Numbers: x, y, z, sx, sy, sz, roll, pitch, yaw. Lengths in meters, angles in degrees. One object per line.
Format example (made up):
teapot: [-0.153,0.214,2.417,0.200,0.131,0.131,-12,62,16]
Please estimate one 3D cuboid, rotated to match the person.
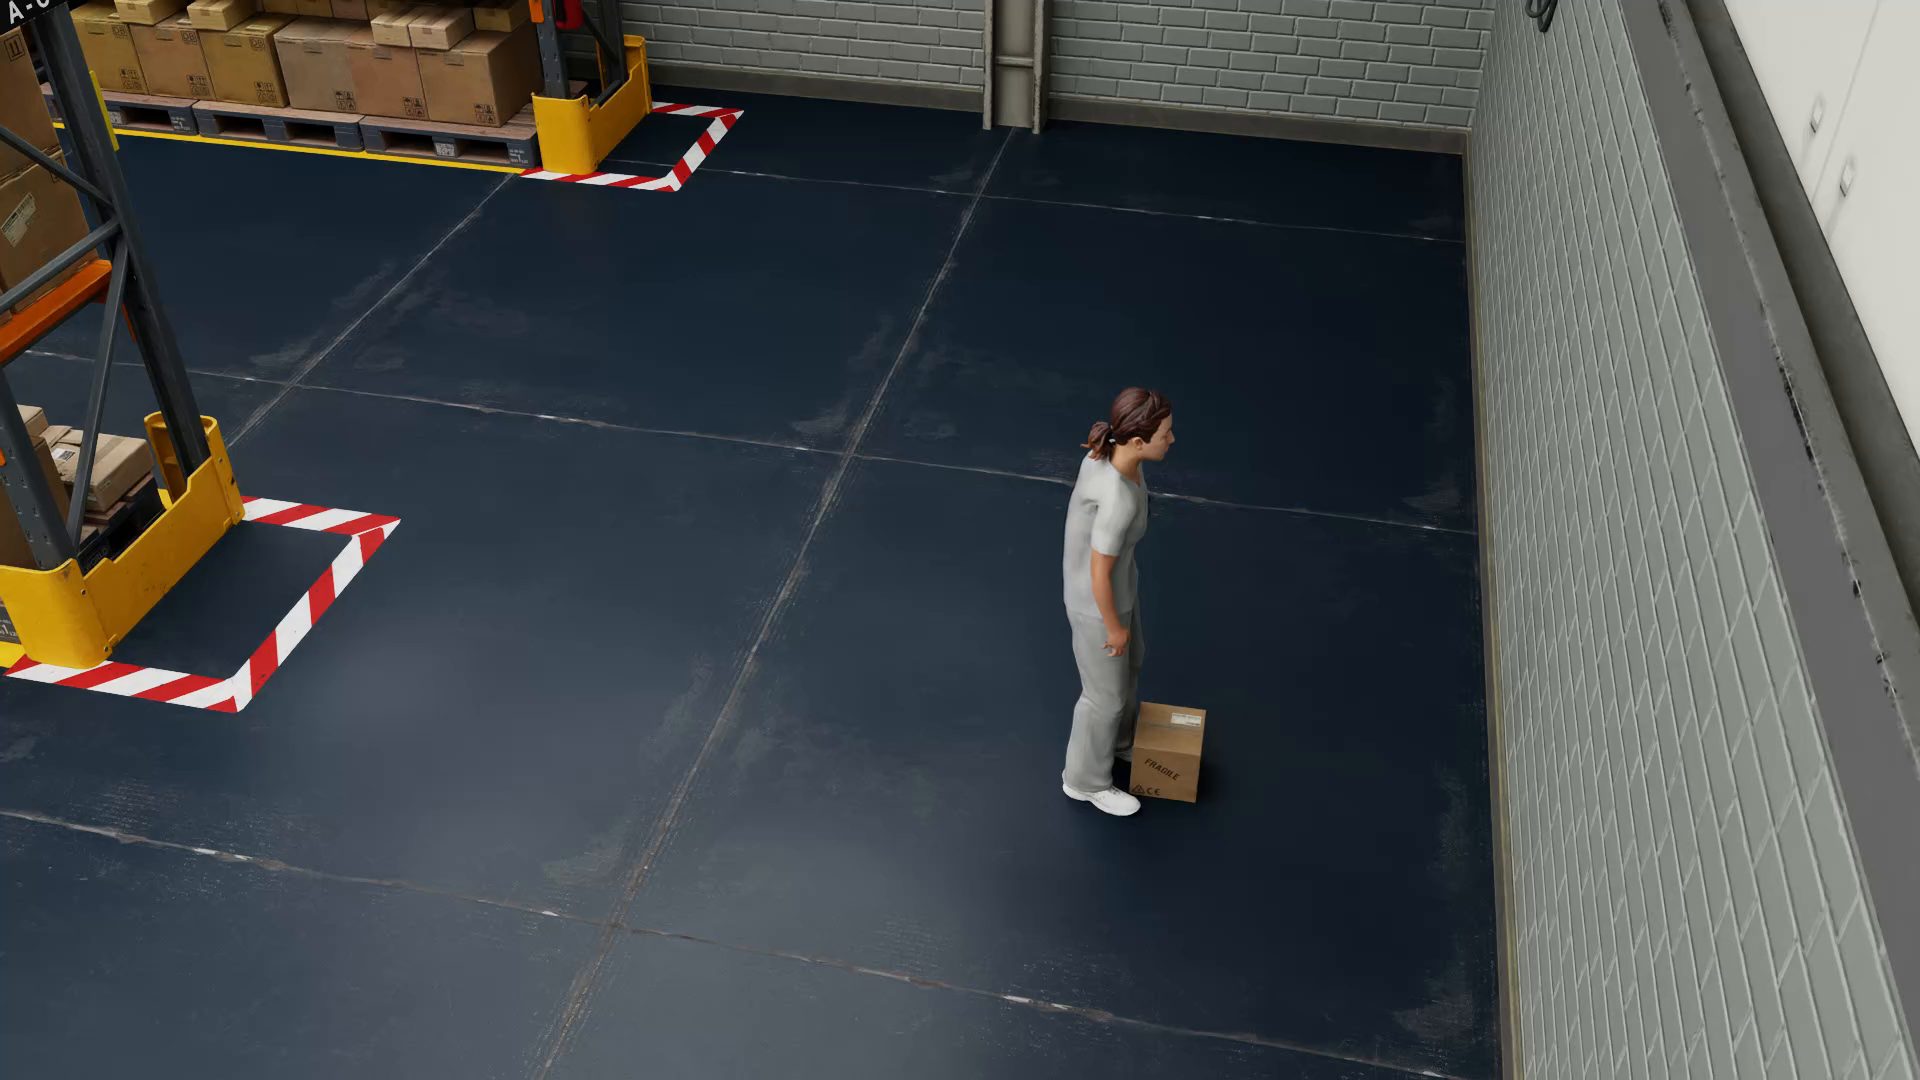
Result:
person: [0.567,0.202,5.880,0.415,1.671,0.514,5,37,7]
